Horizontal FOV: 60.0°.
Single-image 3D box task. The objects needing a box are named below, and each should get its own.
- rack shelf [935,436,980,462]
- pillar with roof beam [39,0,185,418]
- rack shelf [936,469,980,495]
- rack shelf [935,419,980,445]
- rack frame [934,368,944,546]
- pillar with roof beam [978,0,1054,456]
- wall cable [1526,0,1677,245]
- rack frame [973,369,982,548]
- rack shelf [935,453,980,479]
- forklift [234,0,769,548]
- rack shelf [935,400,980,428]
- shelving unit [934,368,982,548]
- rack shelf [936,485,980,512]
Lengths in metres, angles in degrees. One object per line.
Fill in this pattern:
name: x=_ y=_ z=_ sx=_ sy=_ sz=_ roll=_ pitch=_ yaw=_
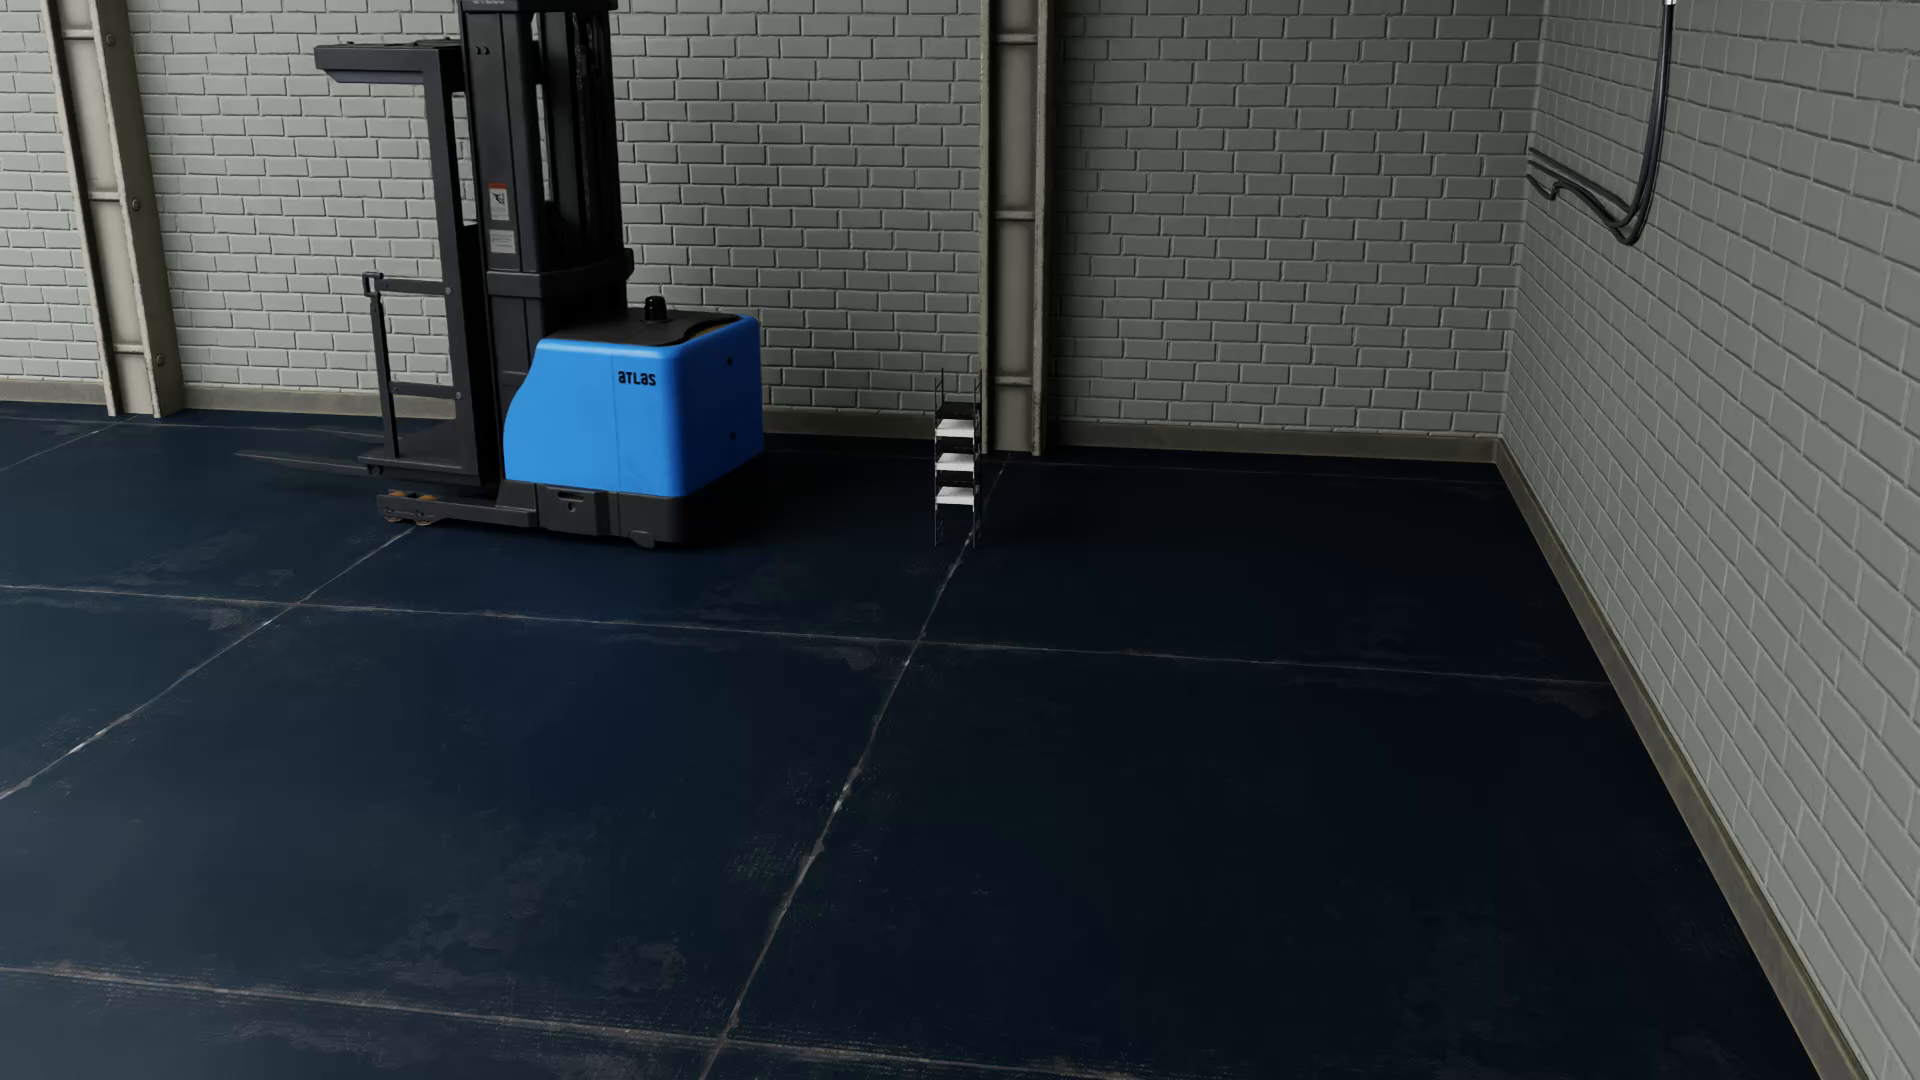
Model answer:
rack shelf: x=-0.008 y=-0.481 z=8.644 sx=0.200 sy=0.077 sz=0.258 roll=3 pitch=19 yaw=9
pillar with roof beam: x=-6.272 y=-3.805 z=5.992 sx=0.400 sy=9.000 sz=9.100 roll=3 pitch=19 yaw=9
rack shelf: x=-0.008 y=-0.310 z=8.701 sx=0.200 sy=0.077 sz=0.258 roll=3 pitch=19 yaw=9
rack shelf: x=-0.008 y=-0.566 z=8.615 sx=0.200 sy=0.077 sz=0.258 roll=3 pitch=19 yaw=9
rack frame: x=-0.108 y=-0.432 z=8.677 sx=0.006 sy=0.900 sz=0.240 roll=3 pitch=19 yaw=9
pillar with roof beam: x=-0.348 y=-3.503 z=5.090 sx=0.400 sy=9.000 sz=9.100 roll=3 pitch=19 yaw=9
wall cable: x=3.034 y=-2.816 z=7.932 sx=0.112 sy=2.526 sz=3.097 roll=3 pitch=19 yaw=9
rack frame: x=0.092 y=-0.422 z=8.646 sx=0.006 sy=0.900 sz=0.240 roll=3 pitch=19 yaw=9
rack shelf: x=-0.008 y=-0.396 z=8.672 sx=0.200 sy=0.077 sz=0.258 roll=3 pitch=19 yaw=9
forklift: x=-2.654 y=-1.615 z=9.012 sx=3.031 sy=2.935 sz=1.130 roll=6 pitch=20 yaw=18
rack shelf: x=-0.008 y=-0.652 z=8.586 sx=0.200 sy=0.077 sz=0.258 roll=3 pitch=19 yaw=9
shelving unit: x=-0.008 y=-0.427 z=8.662 sx=0.210 sy=0.900 sz=0.258 roll=3 pitch=19 yaw=9
rack shelf: x=-0.008 y=-0.225 z=8.729 sx=0.200 sy=0.077 sz=0.258 roll=3 pitch=19 yaw=9
